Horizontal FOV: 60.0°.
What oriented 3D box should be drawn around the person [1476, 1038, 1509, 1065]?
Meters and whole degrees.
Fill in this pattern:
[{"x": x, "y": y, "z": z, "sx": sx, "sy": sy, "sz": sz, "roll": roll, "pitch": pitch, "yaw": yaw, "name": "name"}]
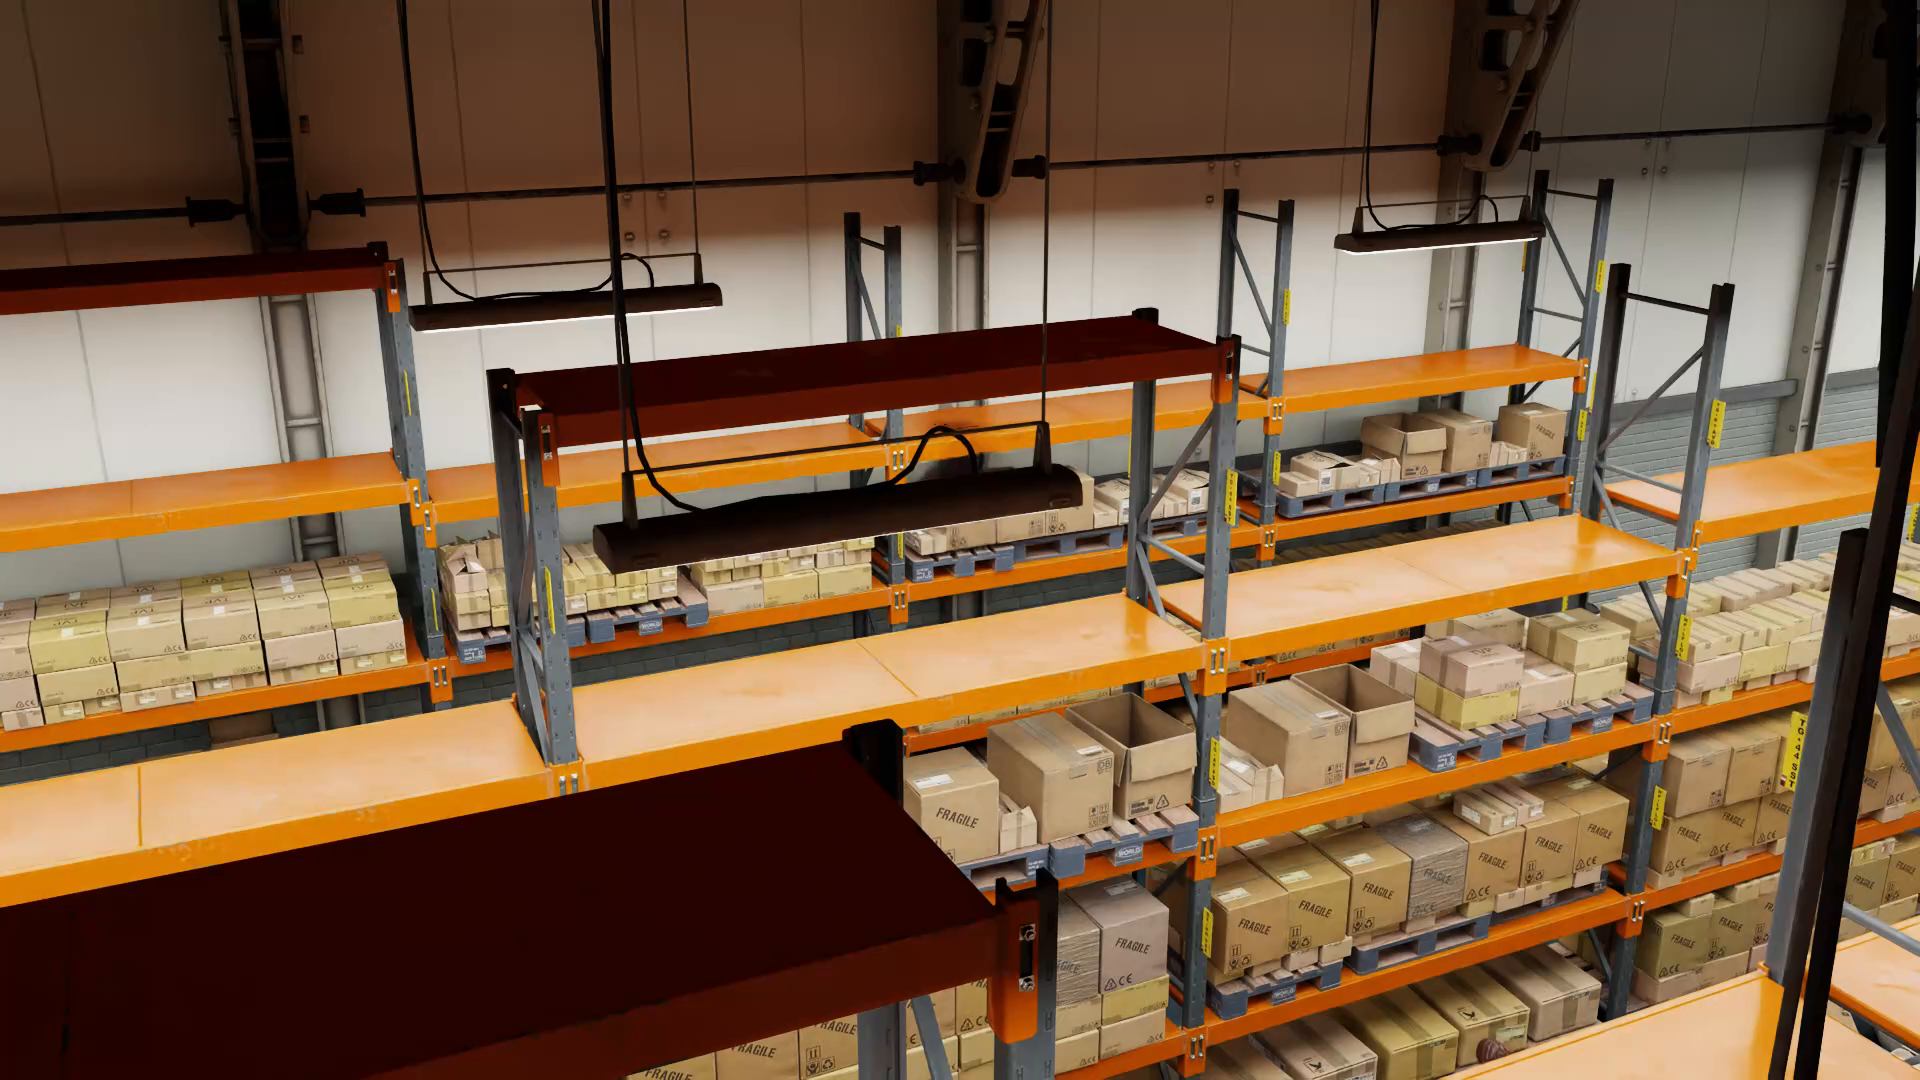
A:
[{"x": 3.349, "y": 3.891, "z": 10.882, "sx": 0.401, "sy": 1.593, "sz": 0.510, "roll": 8, "pitch": 20, "yaw": 22, "name": "person"}]
